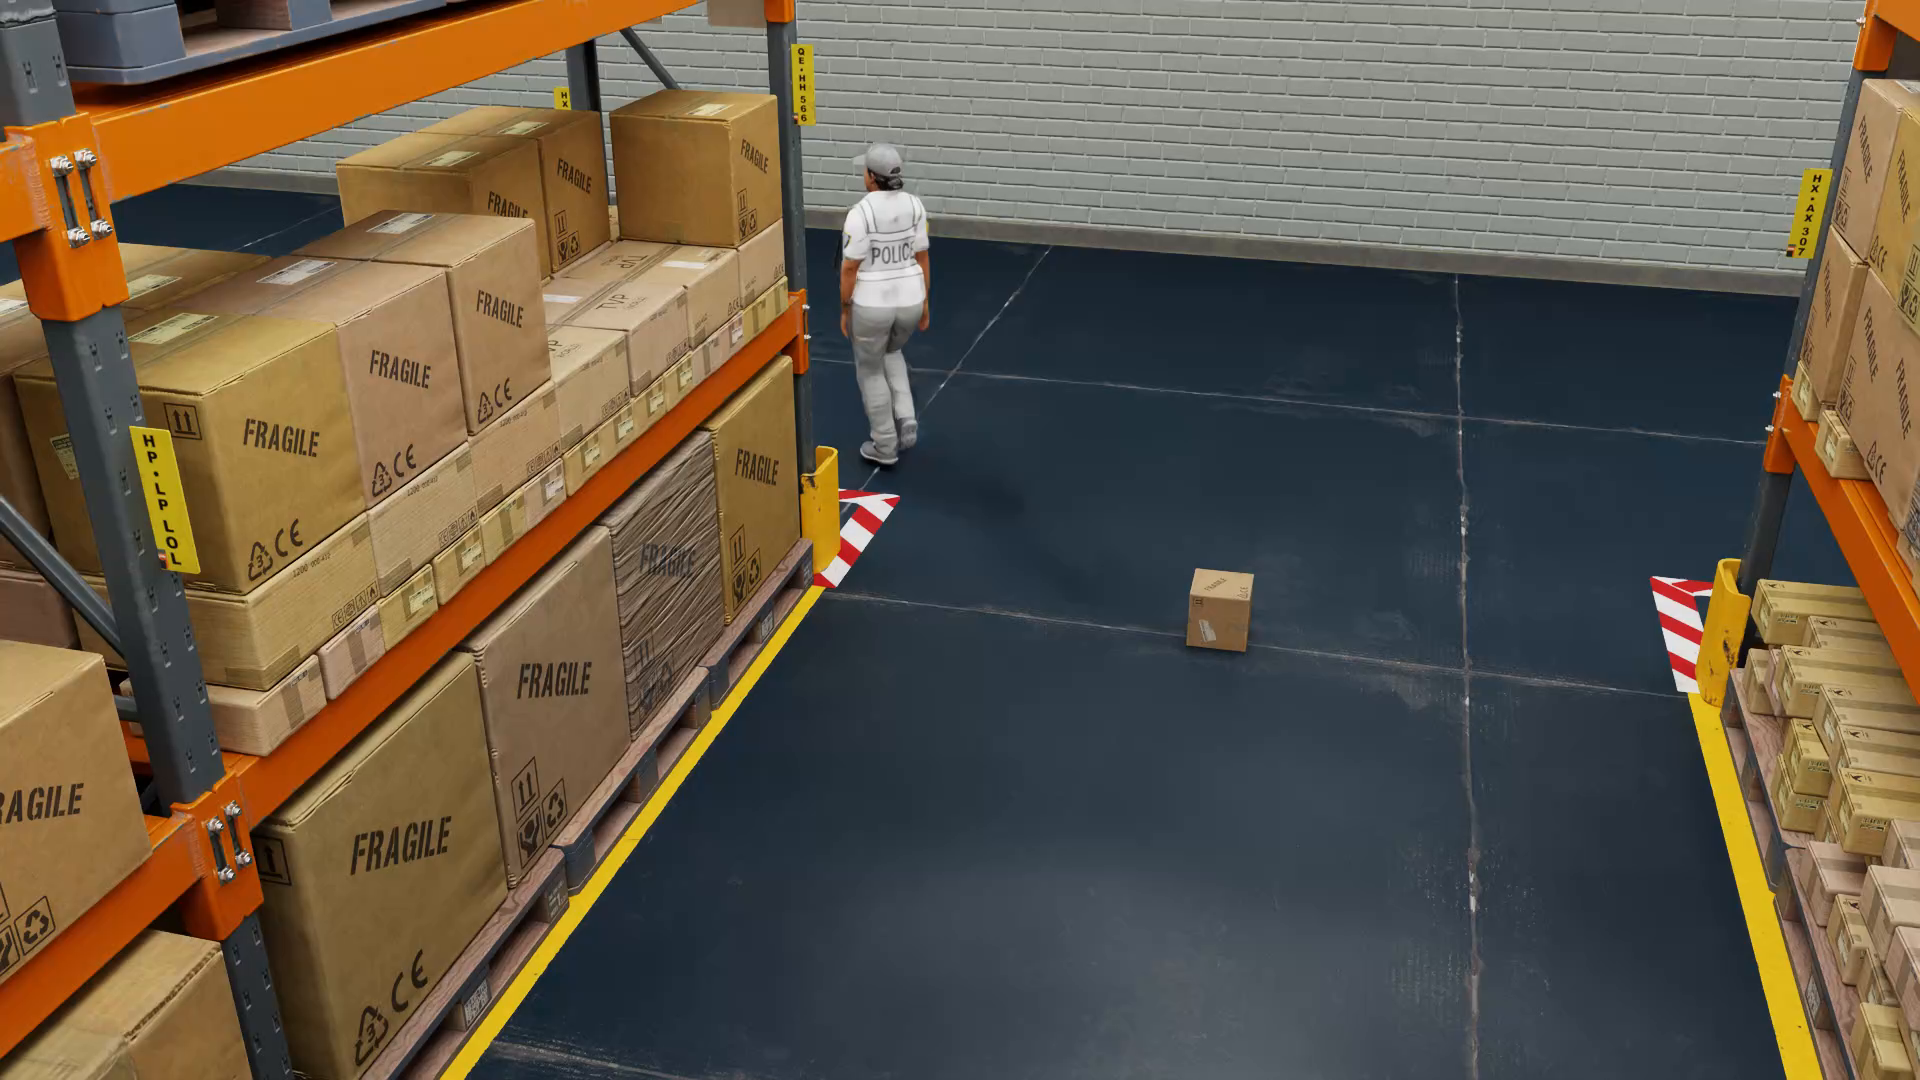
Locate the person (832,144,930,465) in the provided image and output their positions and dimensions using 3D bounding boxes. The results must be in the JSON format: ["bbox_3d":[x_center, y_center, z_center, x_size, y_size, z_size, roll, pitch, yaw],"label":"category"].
[{"bbox_3d":[-0.427,-1.205,8.605,0.485,1.690,0.468,-18,31,-32],"label":"person"}]
